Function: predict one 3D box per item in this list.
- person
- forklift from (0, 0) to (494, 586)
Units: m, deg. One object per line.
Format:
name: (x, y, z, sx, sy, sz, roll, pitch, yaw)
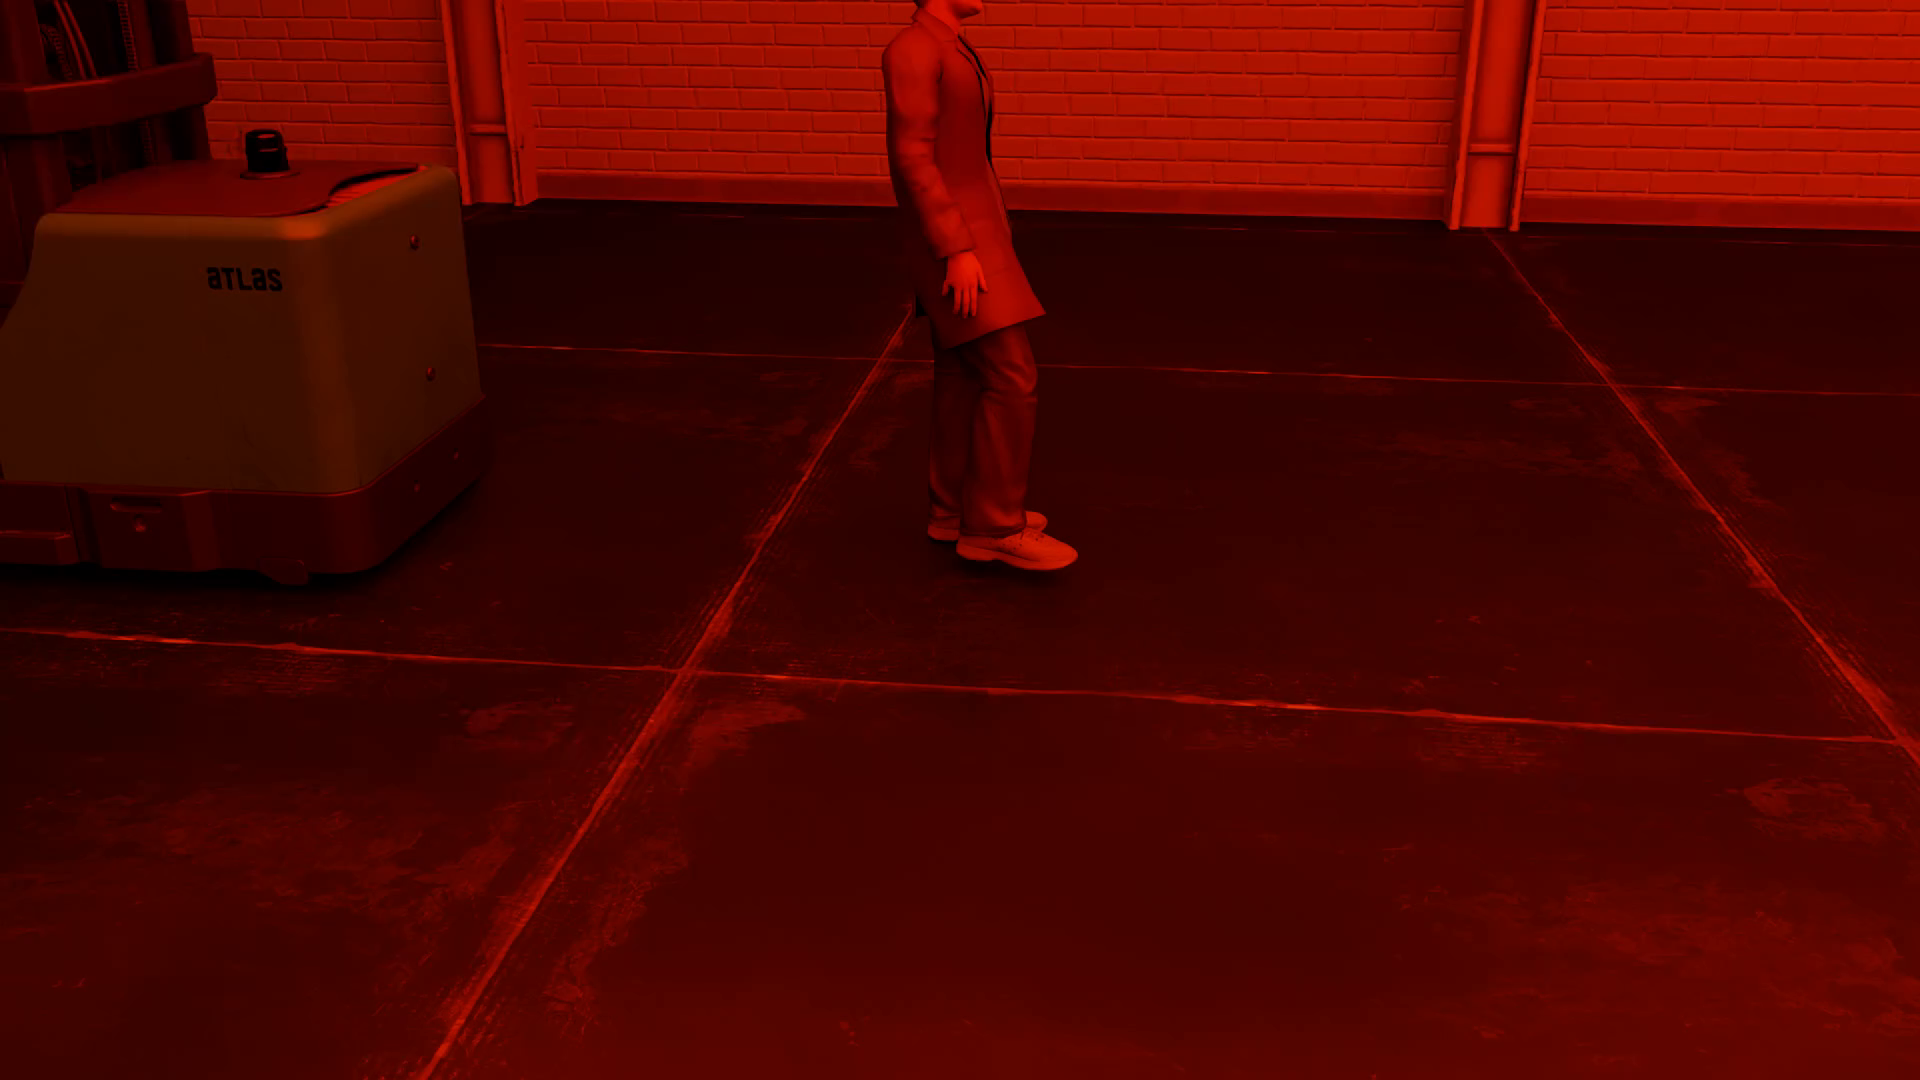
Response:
person: (0.091, -0.825, 4.828, 0.580, 1.777, 0.698, 3, 22, 7)
forklift: (-3.130, -1.450, 4.855, 3.031, 2.935, 1.130, 2, 22, 6)
